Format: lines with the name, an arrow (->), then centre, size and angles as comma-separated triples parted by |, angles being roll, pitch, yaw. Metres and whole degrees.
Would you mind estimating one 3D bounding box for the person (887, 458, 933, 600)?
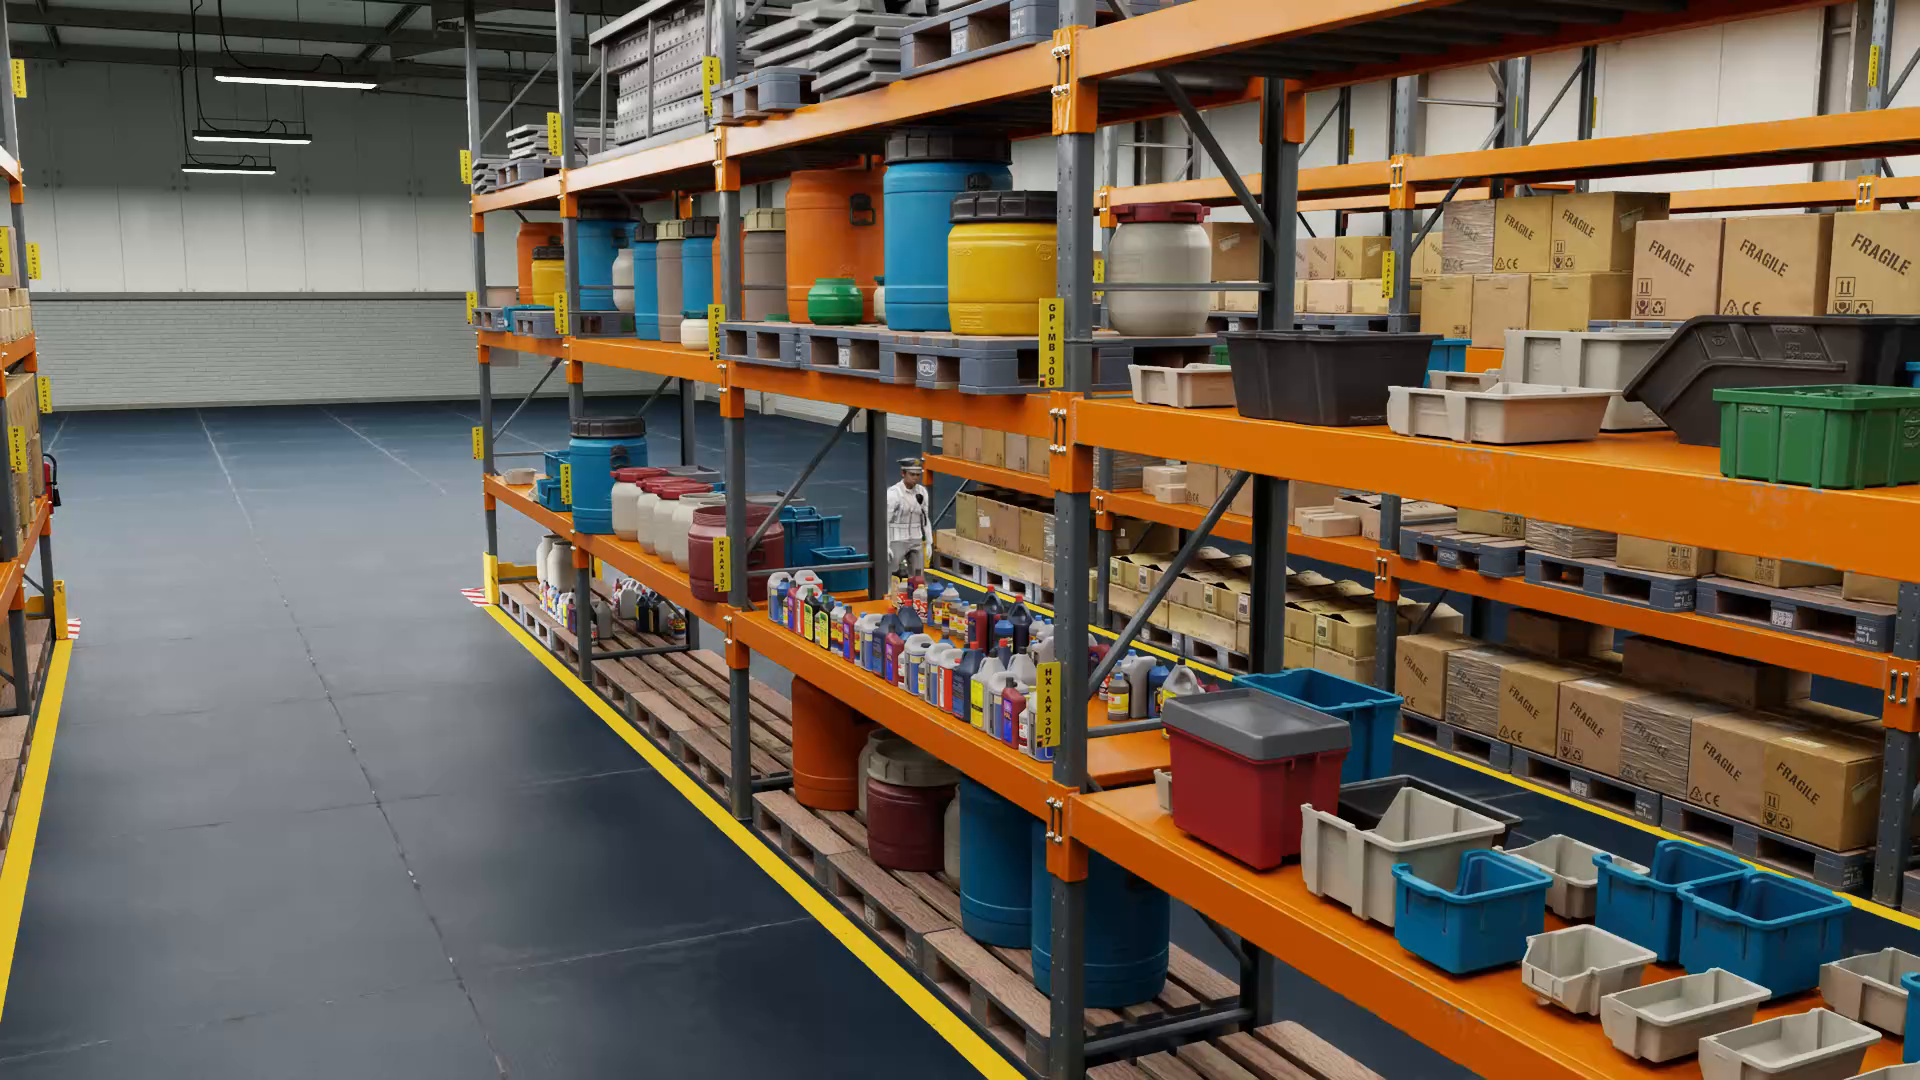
person -> -0.496, 0.060, 15.426 | 0.547, 1.666, 0.370 | -5, 10, -29
